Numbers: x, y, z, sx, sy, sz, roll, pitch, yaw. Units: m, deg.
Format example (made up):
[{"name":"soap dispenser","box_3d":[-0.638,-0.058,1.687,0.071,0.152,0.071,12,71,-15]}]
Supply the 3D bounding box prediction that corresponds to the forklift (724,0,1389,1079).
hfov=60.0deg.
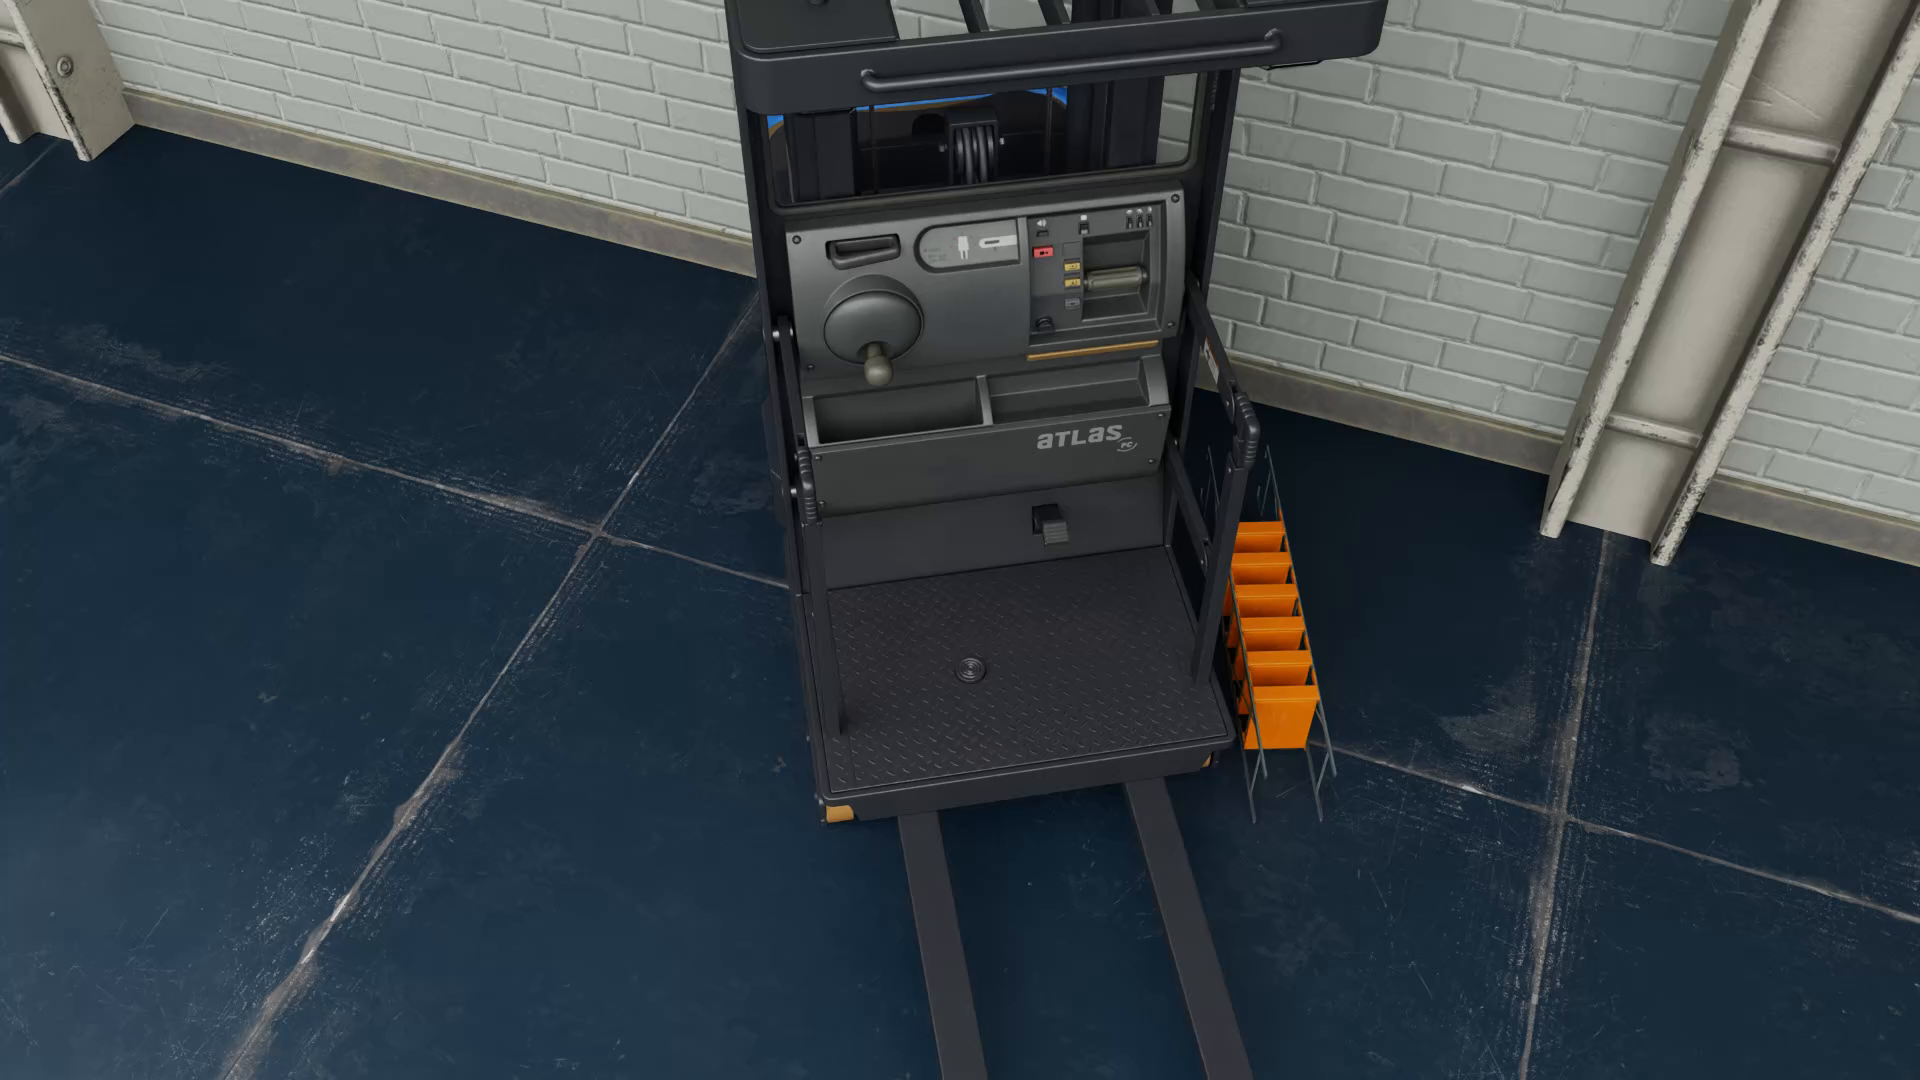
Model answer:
[{"name":"forklift","box_3d":[0.108,-0.491,3.736,1.130,2.935,3.031,-7,50,-6]}]

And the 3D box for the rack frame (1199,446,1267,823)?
[{"name":"rack frame","box_3d":[0.786,0.242,4.846,0.006,0.240,1.200,-1,49,-1]}]

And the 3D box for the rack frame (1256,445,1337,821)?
[{"name":"rack frame","box_3d":[0.969,0.238,4.849,0.006,0.240,1.200,-1,49,-1]}]

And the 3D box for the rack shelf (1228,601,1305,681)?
[{"name":"rack shelf","box_3d":[0.880,0.297,4.798,0.180,0.258,0.103,-1,49,-1]}]

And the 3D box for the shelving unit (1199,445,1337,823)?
[{"name":"shelving unit","box_3d":[0.878,0.240,4.848,0.189,0.258,1.200,-1,49,-1]}]

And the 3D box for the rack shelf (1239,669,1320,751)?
[{"name":"rack shelf","box_3d":[0.887,0.478,4.641,0.180,0.258,0.103,-1,49,-1]}]

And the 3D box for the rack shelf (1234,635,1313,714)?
[{"name":"rack shelf","box_3d":[0.884,0.387,4.720,0.180,0.258,0.103,-1,49,-1]}]

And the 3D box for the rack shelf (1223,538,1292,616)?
[{"name":"rack shelf","box_3d":[0.873,0.115,4.955,0.180,0.258,0.103,-1,49,-1]}]

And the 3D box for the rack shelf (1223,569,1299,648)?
[{"name":"rack shelf","box_3d":[0.877,0.206,4.877,0.180,0.258,0.103,-1,49,-1]}]

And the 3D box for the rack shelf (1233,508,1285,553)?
[{"name":"rack shelf","box_3d":[0.870,0.025,5.034,0.180,0.258,0.103,-1,49,-1]}]

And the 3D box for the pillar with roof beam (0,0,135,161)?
[{"name":"pillar with roof beam","box_3d":[-5.046,-1.544,0.633,0.400,9.000,9.100,16,51,13]}]
